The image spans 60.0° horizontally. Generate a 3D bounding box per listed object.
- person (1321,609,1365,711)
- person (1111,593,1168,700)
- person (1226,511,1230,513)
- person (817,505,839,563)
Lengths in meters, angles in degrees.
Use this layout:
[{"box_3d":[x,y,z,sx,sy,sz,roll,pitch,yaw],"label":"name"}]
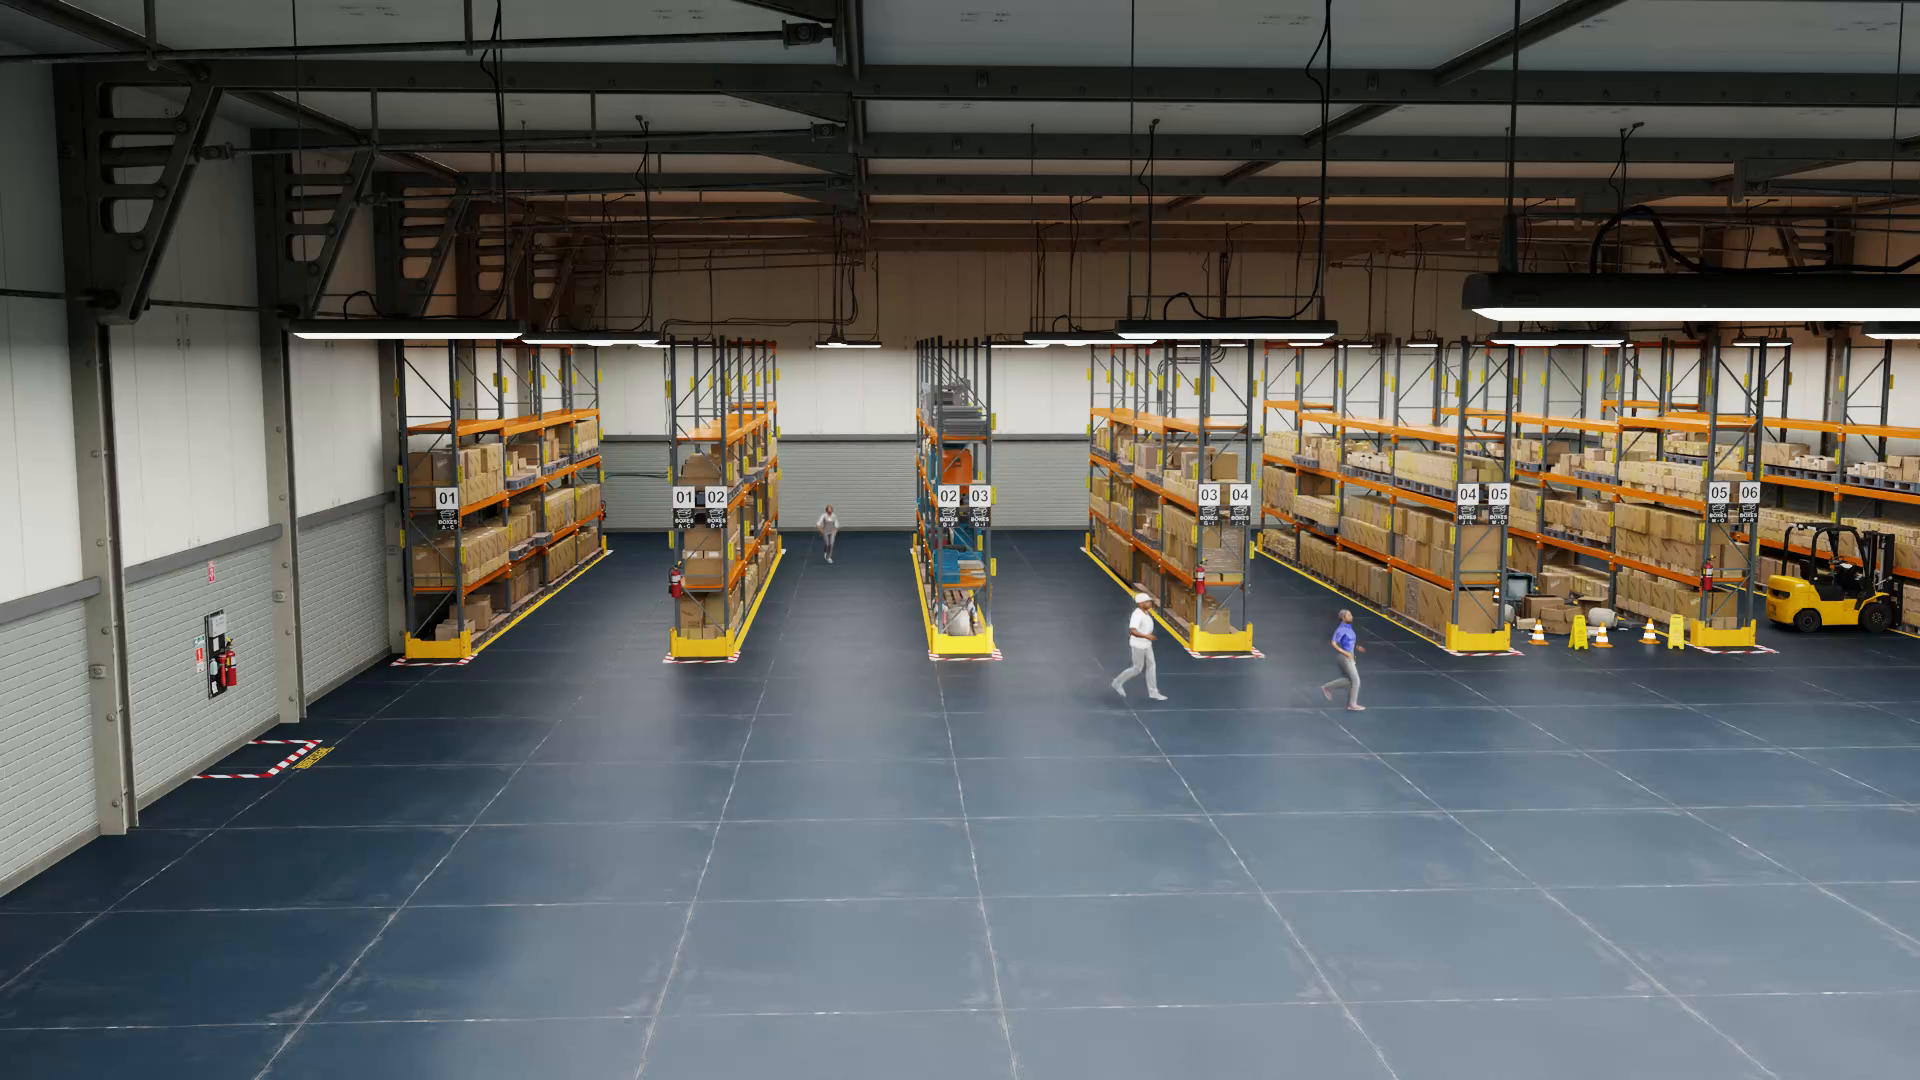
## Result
[{"box_3d":[6.126,1.906,26.591,0.738,1.613,0.584,3,7,26],"label":"person"},{"box_3d":[2.951,1.743,27.282,0.932,1.763,0.699,3,7,25],"label":"person"},{"box_3d":[7.362,-0.538,47.468,0.652,1.835,0.731,3,7,25],"label":"person"},{"box_3d":[-3.561,-0.161,45.076,0.571,1.567,0.504,-2,7,-13],"label":"person"}]
